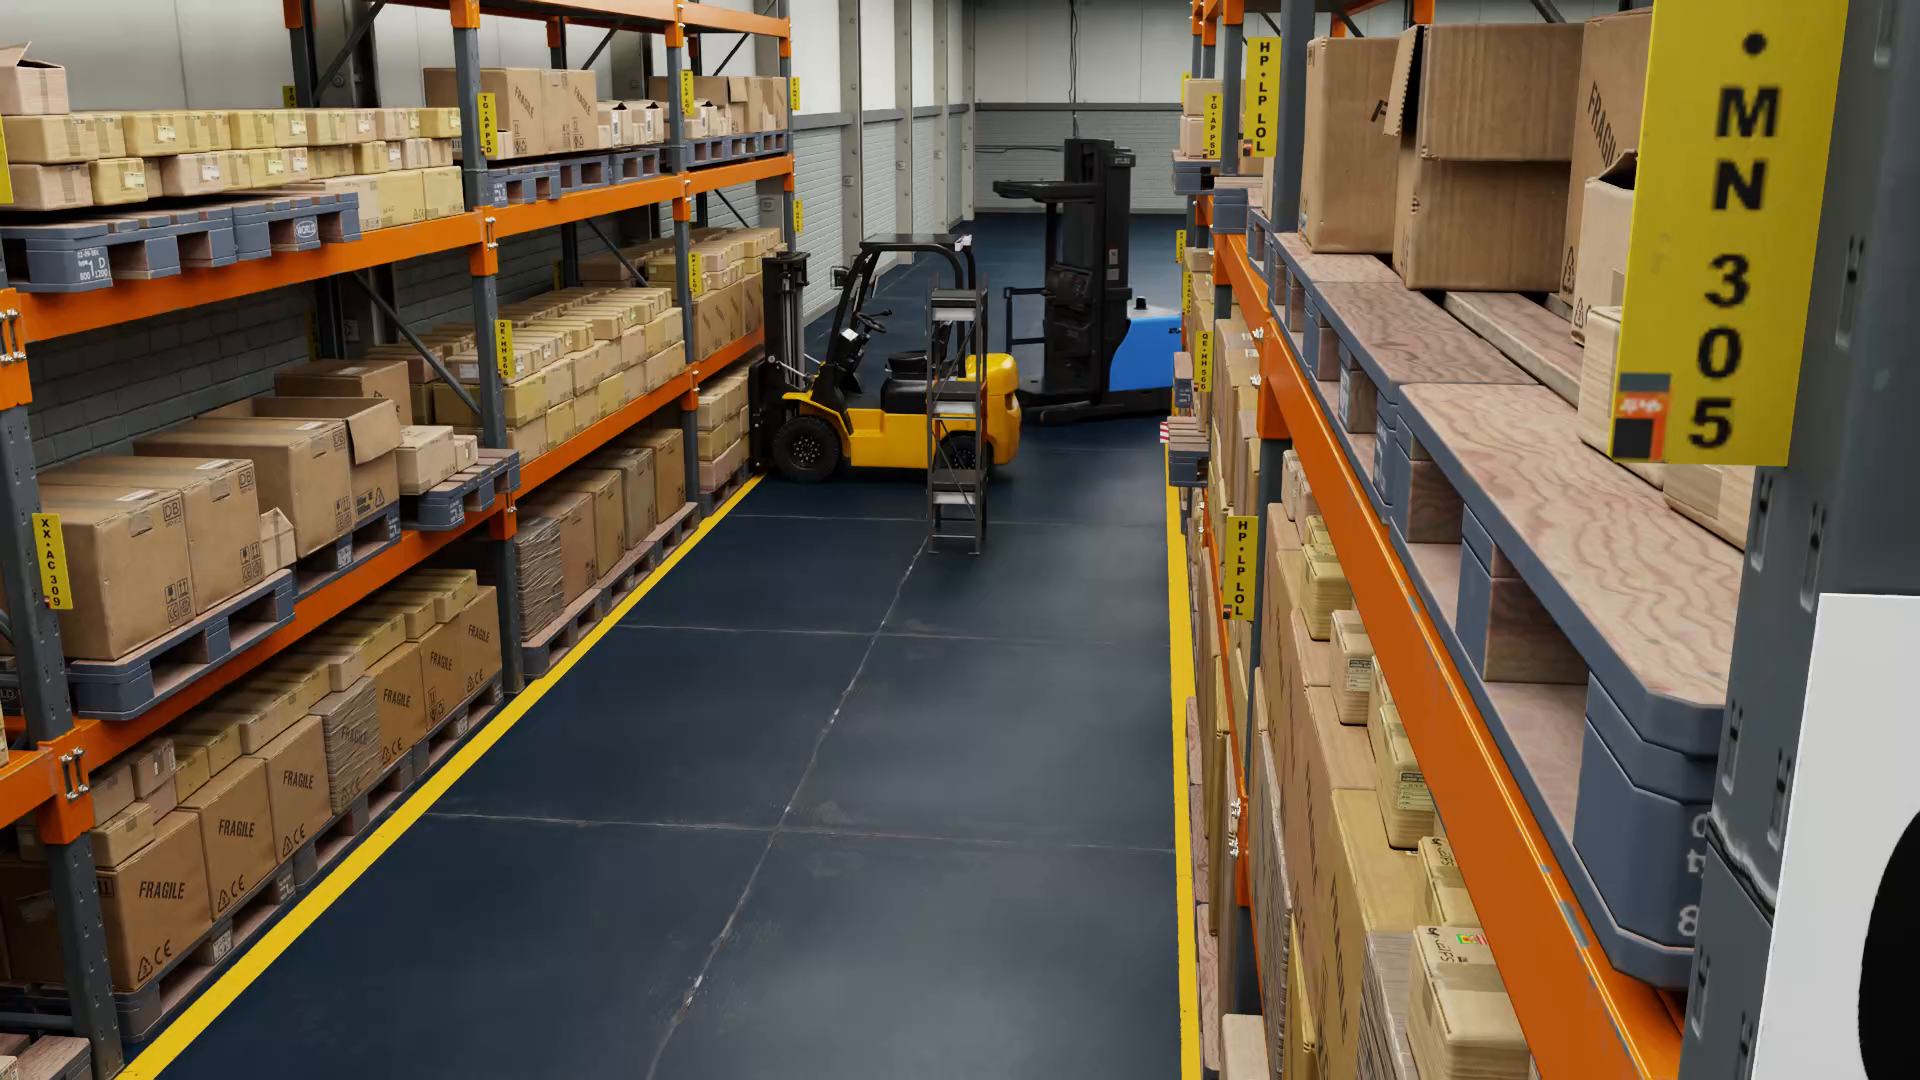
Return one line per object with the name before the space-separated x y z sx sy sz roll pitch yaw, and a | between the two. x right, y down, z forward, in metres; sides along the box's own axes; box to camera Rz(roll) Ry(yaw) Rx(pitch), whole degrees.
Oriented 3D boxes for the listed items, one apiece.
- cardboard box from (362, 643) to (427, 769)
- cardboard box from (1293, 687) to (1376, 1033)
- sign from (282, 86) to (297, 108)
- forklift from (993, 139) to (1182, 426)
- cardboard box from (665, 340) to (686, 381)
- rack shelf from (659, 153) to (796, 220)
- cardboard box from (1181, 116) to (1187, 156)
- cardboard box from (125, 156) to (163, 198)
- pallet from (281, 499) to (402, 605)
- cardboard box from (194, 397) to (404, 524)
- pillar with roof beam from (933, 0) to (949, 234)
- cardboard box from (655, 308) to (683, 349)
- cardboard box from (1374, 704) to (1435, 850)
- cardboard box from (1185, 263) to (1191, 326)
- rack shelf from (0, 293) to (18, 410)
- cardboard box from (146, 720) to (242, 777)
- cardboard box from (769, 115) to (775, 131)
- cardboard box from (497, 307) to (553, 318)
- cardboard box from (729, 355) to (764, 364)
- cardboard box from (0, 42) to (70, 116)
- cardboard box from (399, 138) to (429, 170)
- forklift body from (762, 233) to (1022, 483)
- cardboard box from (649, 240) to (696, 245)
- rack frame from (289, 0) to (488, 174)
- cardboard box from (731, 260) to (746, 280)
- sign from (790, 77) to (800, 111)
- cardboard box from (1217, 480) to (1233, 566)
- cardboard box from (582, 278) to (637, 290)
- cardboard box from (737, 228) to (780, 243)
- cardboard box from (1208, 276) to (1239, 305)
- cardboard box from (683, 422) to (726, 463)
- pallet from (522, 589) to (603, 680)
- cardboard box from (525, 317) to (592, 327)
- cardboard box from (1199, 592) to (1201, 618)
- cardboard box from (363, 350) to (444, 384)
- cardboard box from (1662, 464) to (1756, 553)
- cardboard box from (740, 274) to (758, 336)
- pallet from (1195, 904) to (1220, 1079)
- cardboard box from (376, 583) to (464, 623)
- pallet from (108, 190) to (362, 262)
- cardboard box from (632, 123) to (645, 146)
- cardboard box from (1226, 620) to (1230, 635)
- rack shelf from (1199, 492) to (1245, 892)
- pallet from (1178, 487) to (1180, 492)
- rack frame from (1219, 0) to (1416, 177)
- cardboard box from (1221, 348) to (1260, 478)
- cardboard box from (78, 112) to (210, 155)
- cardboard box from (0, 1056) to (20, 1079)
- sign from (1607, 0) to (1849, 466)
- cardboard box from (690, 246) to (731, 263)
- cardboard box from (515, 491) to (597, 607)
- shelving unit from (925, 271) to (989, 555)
cardboard box | -3.047 0.823 8.354 0.500 0.500 0.500 2 15 9
cardboard box | 0.905 0.600 3.088 0.500 0.500 0.500 2 15 6
sign | -3.640 -2.316 9.092 0.100 0.325 0.005 2 15 6
forklift | 0.983 -2.784 17.842 3.031 2.935 1.130 -7 17 -24
cardboard box | -2.435 -1.388 12.838 0.500 0.250 0.500 2 15 8
rack shelf | -2.413 -3.219 14.951 1.077 0.370 4.000 2 15 6
cardboard box | 1.774 -2.761 11.363 0.500 0.250 0.500 1 15 6
cardboard box | -3.117 -1.303 5.971 0.380 0.149 0.250 2 15 7
pallet | -3.304 0.035 7.652 1.003 0.211 1.213 2 15 6
cardboard box | -3.090 -0.386 7.839 0.797 0.503 0.637 1 15 5
pillar with roof beam | 3.825 -11.476 38.365 9.100 9.000 0.400 2 15 6
cardboard box | -2.440 -1.633 12.785 0.500 0.250 0.500 1 15 5
cardboard box | 0.871 0.383 2.650 0.380 0.149 0.250 2 15 8
cardboard box | 2.256 -2.170 14.679 0.500 0.500 0.500 1 15 5
rack shelf | -3.767 -0.106 3.441 1.077 0.370 4.000 2 15 6
cardboard box | -3.247 0.869 6.944 0.380 0.149 0.250 1 15 5
cardboard box | -1.979 -3.991 15.912 0.380 0.149 0.250 1 15 5
cardboard box | -3.087 -1.547 11.701 0.380 0.149 0.250 2 15 6
cardboard box | -2.028 -1.602 15.889 0.500 0.250 0.500 2 15 7
cardboard box | -3.160 -1.513 5.388 0.396 0.266 0.258 2 15 6
cardboard box | -2.939 -1.964 8.456 0.380 0.149 0.250 1 15 5
forklift body | -0.588 -1.681 15.260 2.313 2.155 1.214 2 15 6
cardboard box | -2.640 -2.661 15.251 0.380 0.149 0.250 2 15 7
rack frame | -3.090 -3.458 8.710 1.000 3.000 0.127 2 15 6
cardboard box | -2.147 -2.436 14.990 0.380 0.149 0.250 1 15 5
sign | -1.649 -4.454 16.597 0.100 0.325 0.005 2 15 6
cardboard box | 1.342 -0.067 6.994 0.500 0.250 0.500 2 15 7
cardboard box | -2.857 -2.052 13.569 0.380 0.149 0.250 2 15 6
cardboard box | -2.018 -3.043 16.663 0.380 0.149 0.250 2 15 6
cardboard box | 1.747 -1.557 10.365 0.380 0.149 0.250 1 15 4
cardboard box | -2.277 -0.832 13.999 0.500 0.250 0.500 2 15 6
pallet | -2.958 0.572 10.643 1.003 0.211 1.213 2 15 6
cardboard box | -2.692 -1.403 11.168 0.380 0.149 0.250 2 15 6
cardboard box | 1.917 0.503 9.785 0.950 0.372 0.625 1 15 2
cardboard box | -3.254 -1.014 9.729 0.380 0.149 0.250 2 15 8
cardboard box | 0.902 -0.088 1.284 0.500 0.250 0.500 0 15 1
cardboard box | -2.153 -2.152 15.181 0.500 0.500 0.500 2 15 7
pallet | 1.404 1.765 6.232 1.003 0.211 1.213 2 15 6
cardboard box | -2.894 0.336 8.913 0.380 0.149 0.250 1 15 3
pallet | -3.284 -1.318 6.902 1.213 0.211 1.003 2 15 6
cardboard box | -2.461 -2.883 11.815 0.380 0.149 0.250 2 15 6
cardboard box | 1.326 0.307 6.567 0.500 0.250 0.500 1 15 5
rack shelf | 1.617 0.449 7.132 1.077 0.370 4.000 2 15 6
pallet | 2.470 -0.600 14.978 1.003 0.211 1.213 2 15 6
rack frame | 1.843 -3.313 8.173 1.000 3.000 0.127 2 15 6
cardboard box | 1.424 -0.564 7.395 0.500 0.500 0.500 2 15 8
cardboard box | -3.038 -1.514 6.182 0.380 0.149 0.250 1 15 5
cardboard box | -3.312 1.802 5.407 0.380 0.149 0.250 1 15 5
sign | 0.403 -0.198 0.858 0.100 0.325 0.005 2 15 6
cardboard box | -2.241 -2.515 14.711 0.380 0.149 0.250 2 15 6
cardboard box | -2.940 0.051 10.973 0.875 0.625 0.625 2 15 8
shelving unit | -0.019 -0.971 12.729 0.431 2.100 0.503 2 15 6
